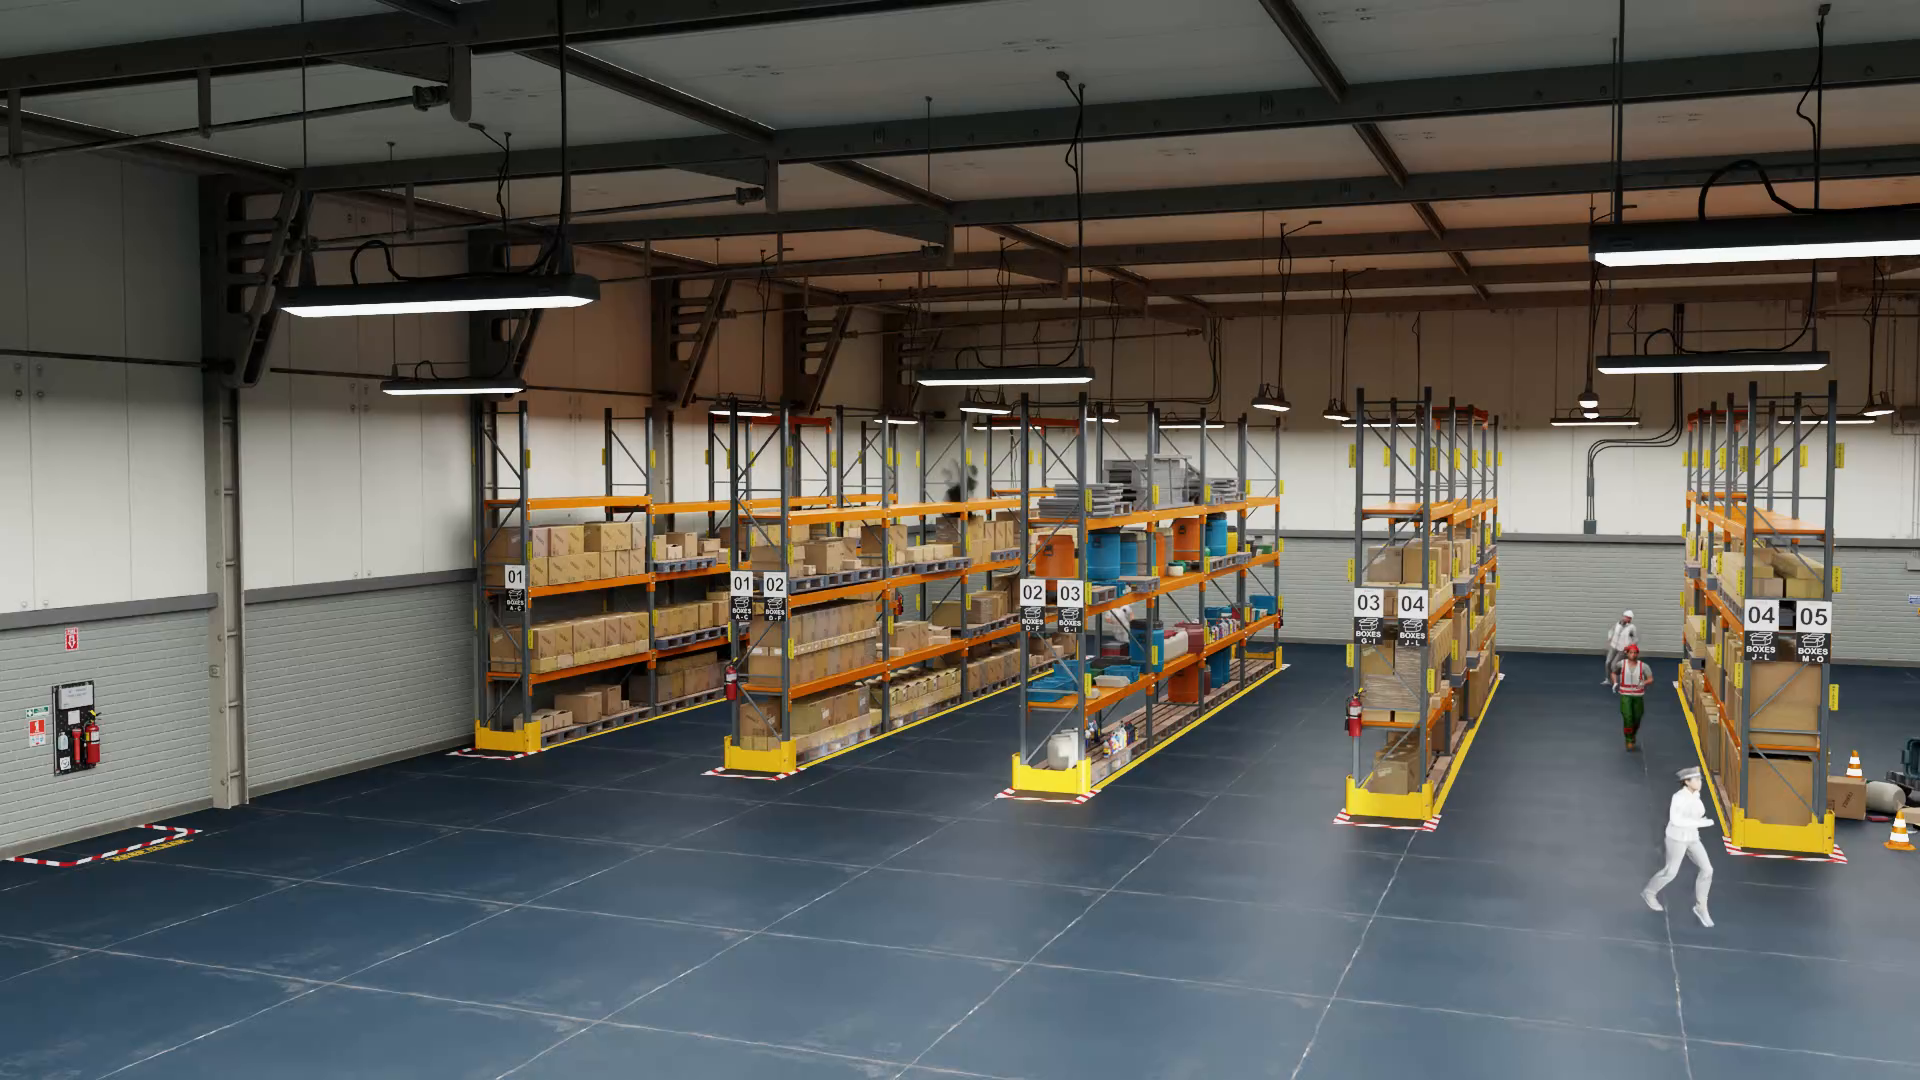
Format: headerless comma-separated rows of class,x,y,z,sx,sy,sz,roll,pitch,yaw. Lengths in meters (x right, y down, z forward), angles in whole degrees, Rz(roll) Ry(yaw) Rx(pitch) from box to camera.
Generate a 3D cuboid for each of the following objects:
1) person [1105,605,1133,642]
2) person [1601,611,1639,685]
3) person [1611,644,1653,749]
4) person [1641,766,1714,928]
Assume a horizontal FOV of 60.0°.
person,3.866,2.206,40.039,0.716,1.829,0.775,1,3,10
person,14.612,2.389,36.699,0.553,1.661,0.728,-2,3,-37
person,11.640,2.693,28.797,0.673,1.777,0.872,1,3,17
person,7.811,3.286,18.077,0.638,1.731,0.839,-2,3,-37
